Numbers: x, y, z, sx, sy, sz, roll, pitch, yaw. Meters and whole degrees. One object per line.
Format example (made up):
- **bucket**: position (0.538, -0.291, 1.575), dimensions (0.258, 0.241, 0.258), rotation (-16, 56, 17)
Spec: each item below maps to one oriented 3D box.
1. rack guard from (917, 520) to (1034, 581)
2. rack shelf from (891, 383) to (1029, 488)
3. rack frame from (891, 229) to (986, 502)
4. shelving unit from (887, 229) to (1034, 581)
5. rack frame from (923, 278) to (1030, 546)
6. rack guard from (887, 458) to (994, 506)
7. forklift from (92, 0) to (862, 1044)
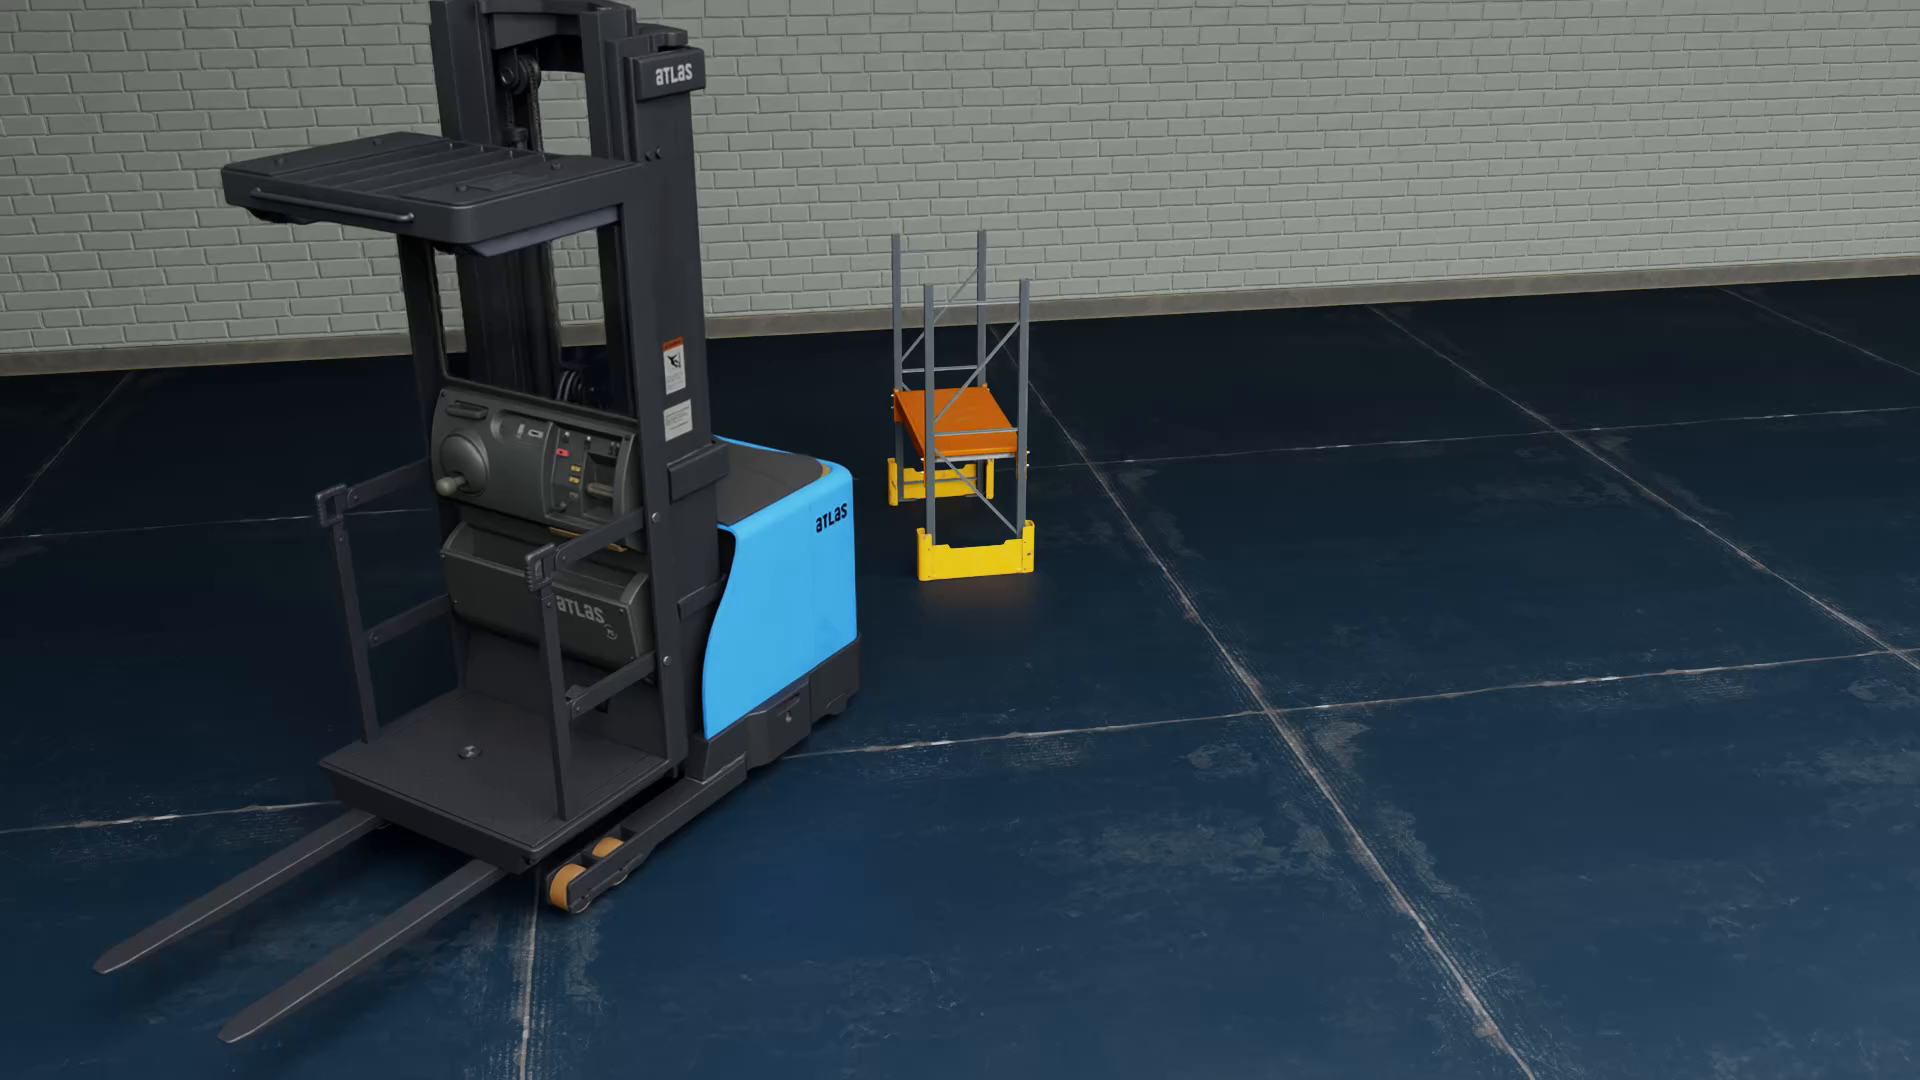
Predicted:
- **rack guard**: position (0.078, 0.051, 8.320), dimensions (0.587, 0.250, 0.087), rotation (-4, 24, -10)
- **rack shelf**: position (-0.016, -0.556, 8.599), dimensions (0.538, 0.185, 1.000), rotation (-4, 24, -10)
- **rack frame**: position (-0.110, -0.921, 8.984), dimensions (0.500, 1.500, 0.032), rotation (-4, 24, -10)
- **shelving unit**: position (-0.014, -0.717, 8.519), dimensions (0.587, 1.500, 1.083), rotation (-4, 24, -10)
- **rack frame**: position (0.078, -0.521, 8.069), dimensions (0.500, 1.500, 0.032), rotation (-4, 24, -10)
- **rack guard**: position (-0.106, -0.340, 9.217), dimensions (0.587, 0.250, 0.087), rotation (-4, 24, -10)
- **forklift**: position (-1.620, -0.259, 5.682), dimensions (1.130, 2.935, 3.031), rotation (14, 27, 29)
